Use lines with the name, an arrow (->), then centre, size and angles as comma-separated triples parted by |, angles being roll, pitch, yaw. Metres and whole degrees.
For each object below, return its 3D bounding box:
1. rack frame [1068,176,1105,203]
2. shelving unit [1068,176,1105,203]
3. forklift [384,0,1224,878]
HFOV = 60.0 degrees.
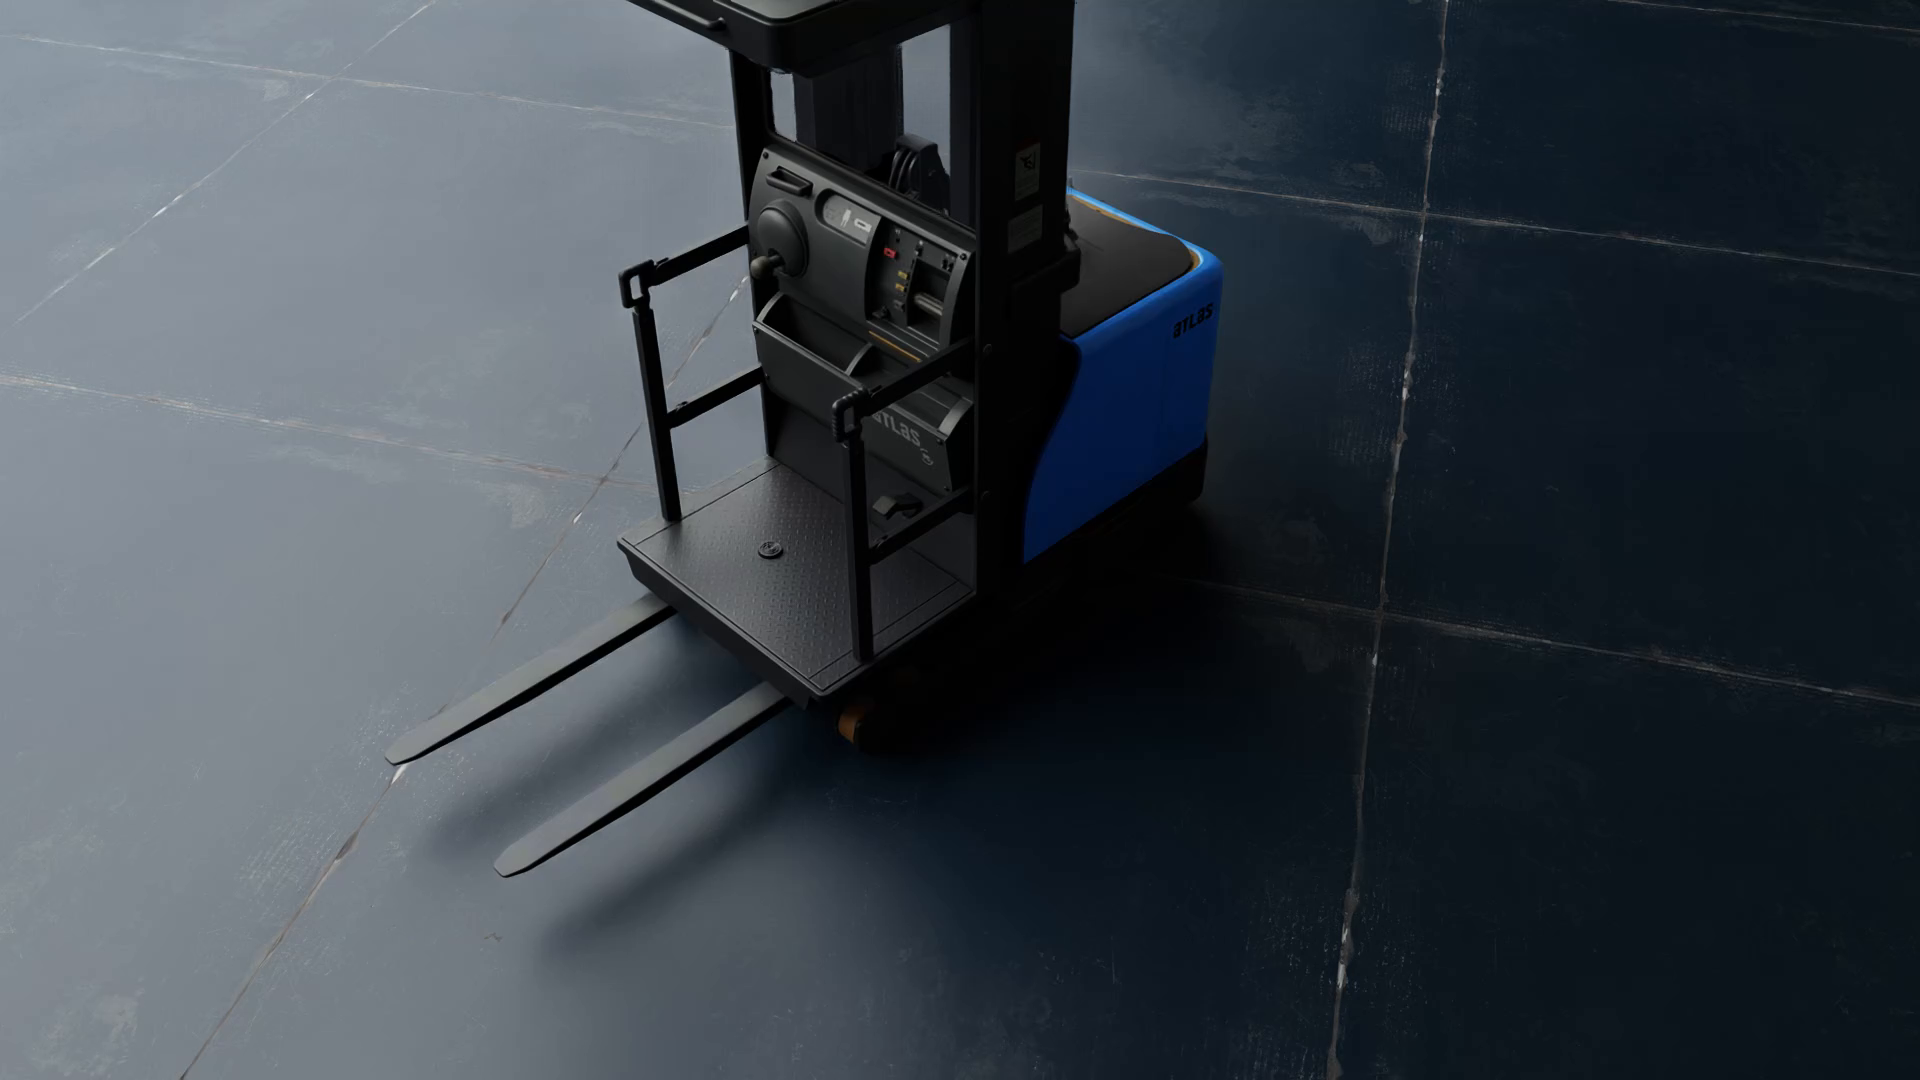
rack frame -> 0.493, -1.024, 6.769 | 0.006, 0.900, 0.240 | -22, 45, -24
shelving unit -> 0.407, -0.989, 6.727 | 0.210, 0.900, 0.258 | -22, 45, -24
forklift -> -0.467, -0.825, 4.953 | 3.031, 2.935, 1.130 | -33, 50, -33
